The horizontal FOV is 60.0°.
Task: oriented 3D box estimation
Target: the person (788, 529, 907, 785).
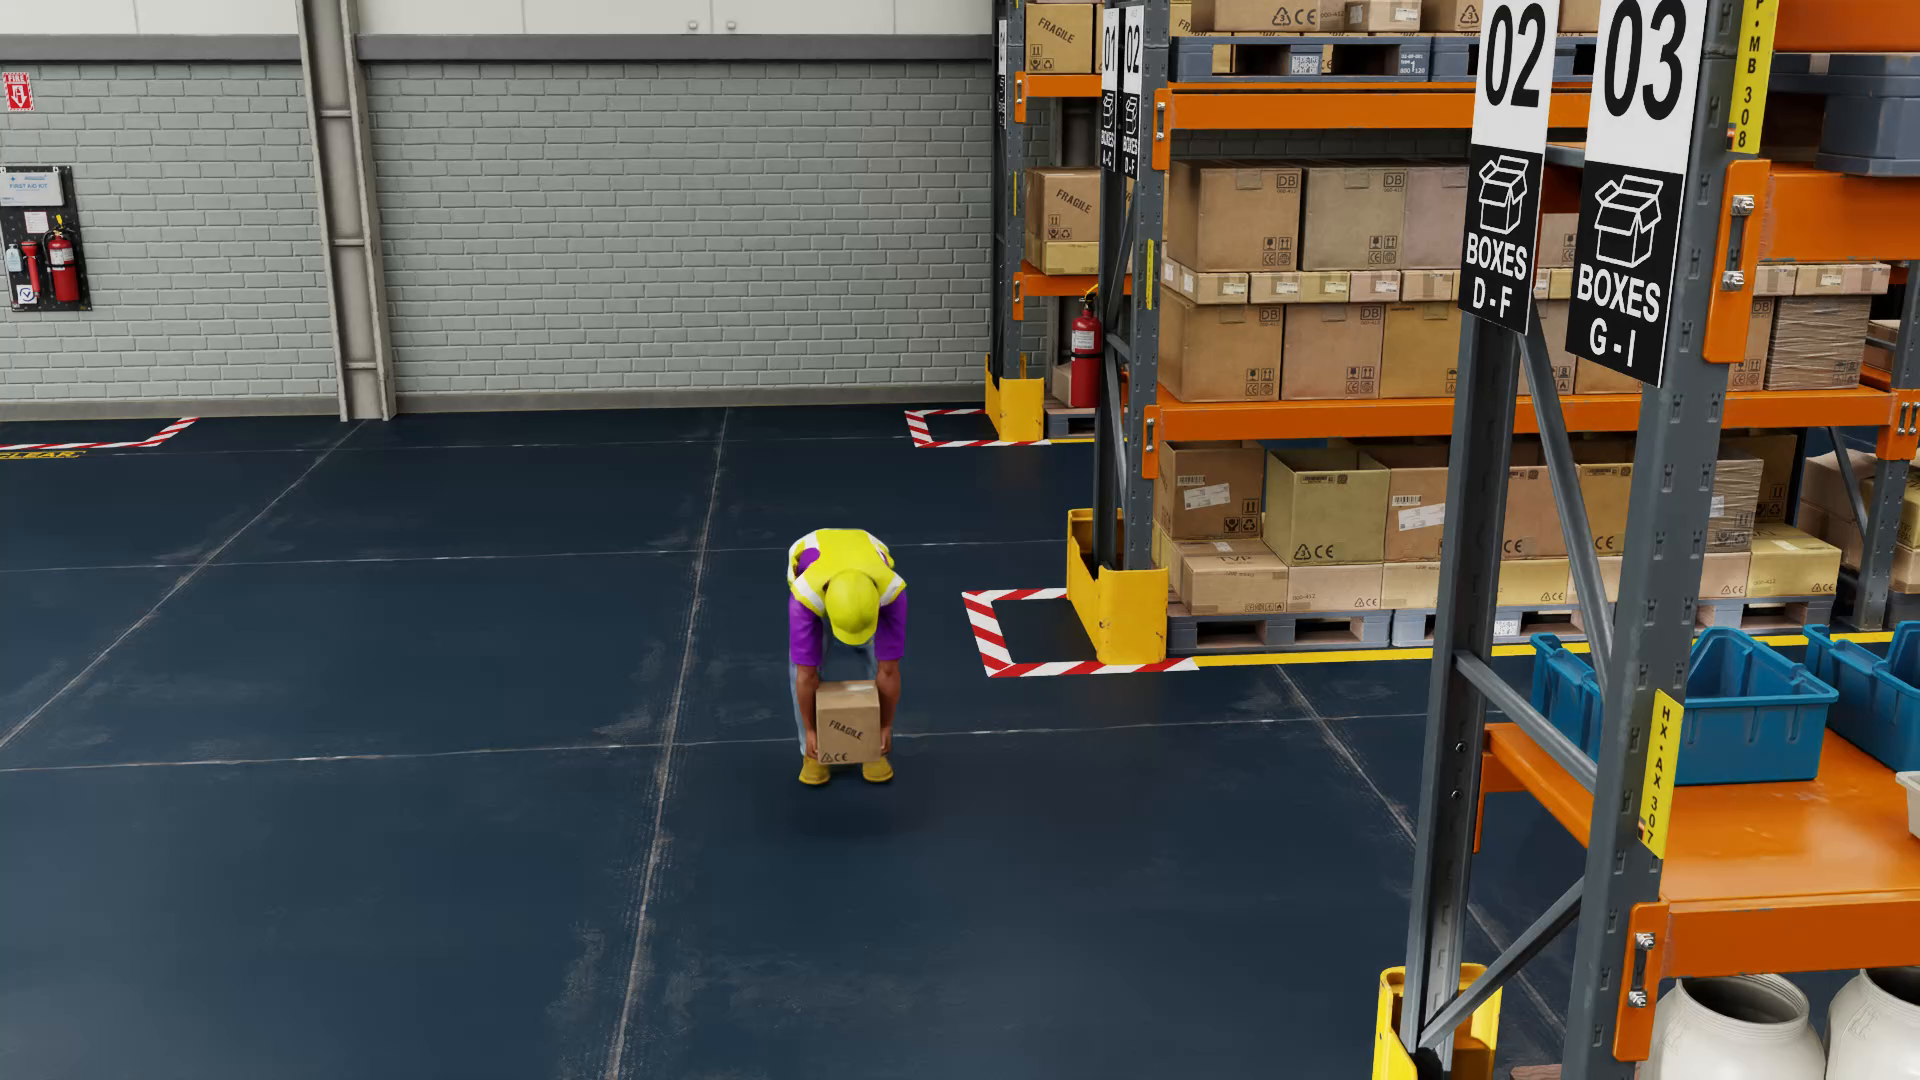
[{"bbox_3d":[-0.459,0.535,6.830,0.477,1.119,0.979,-2,17,-8],"label":"person"}]
